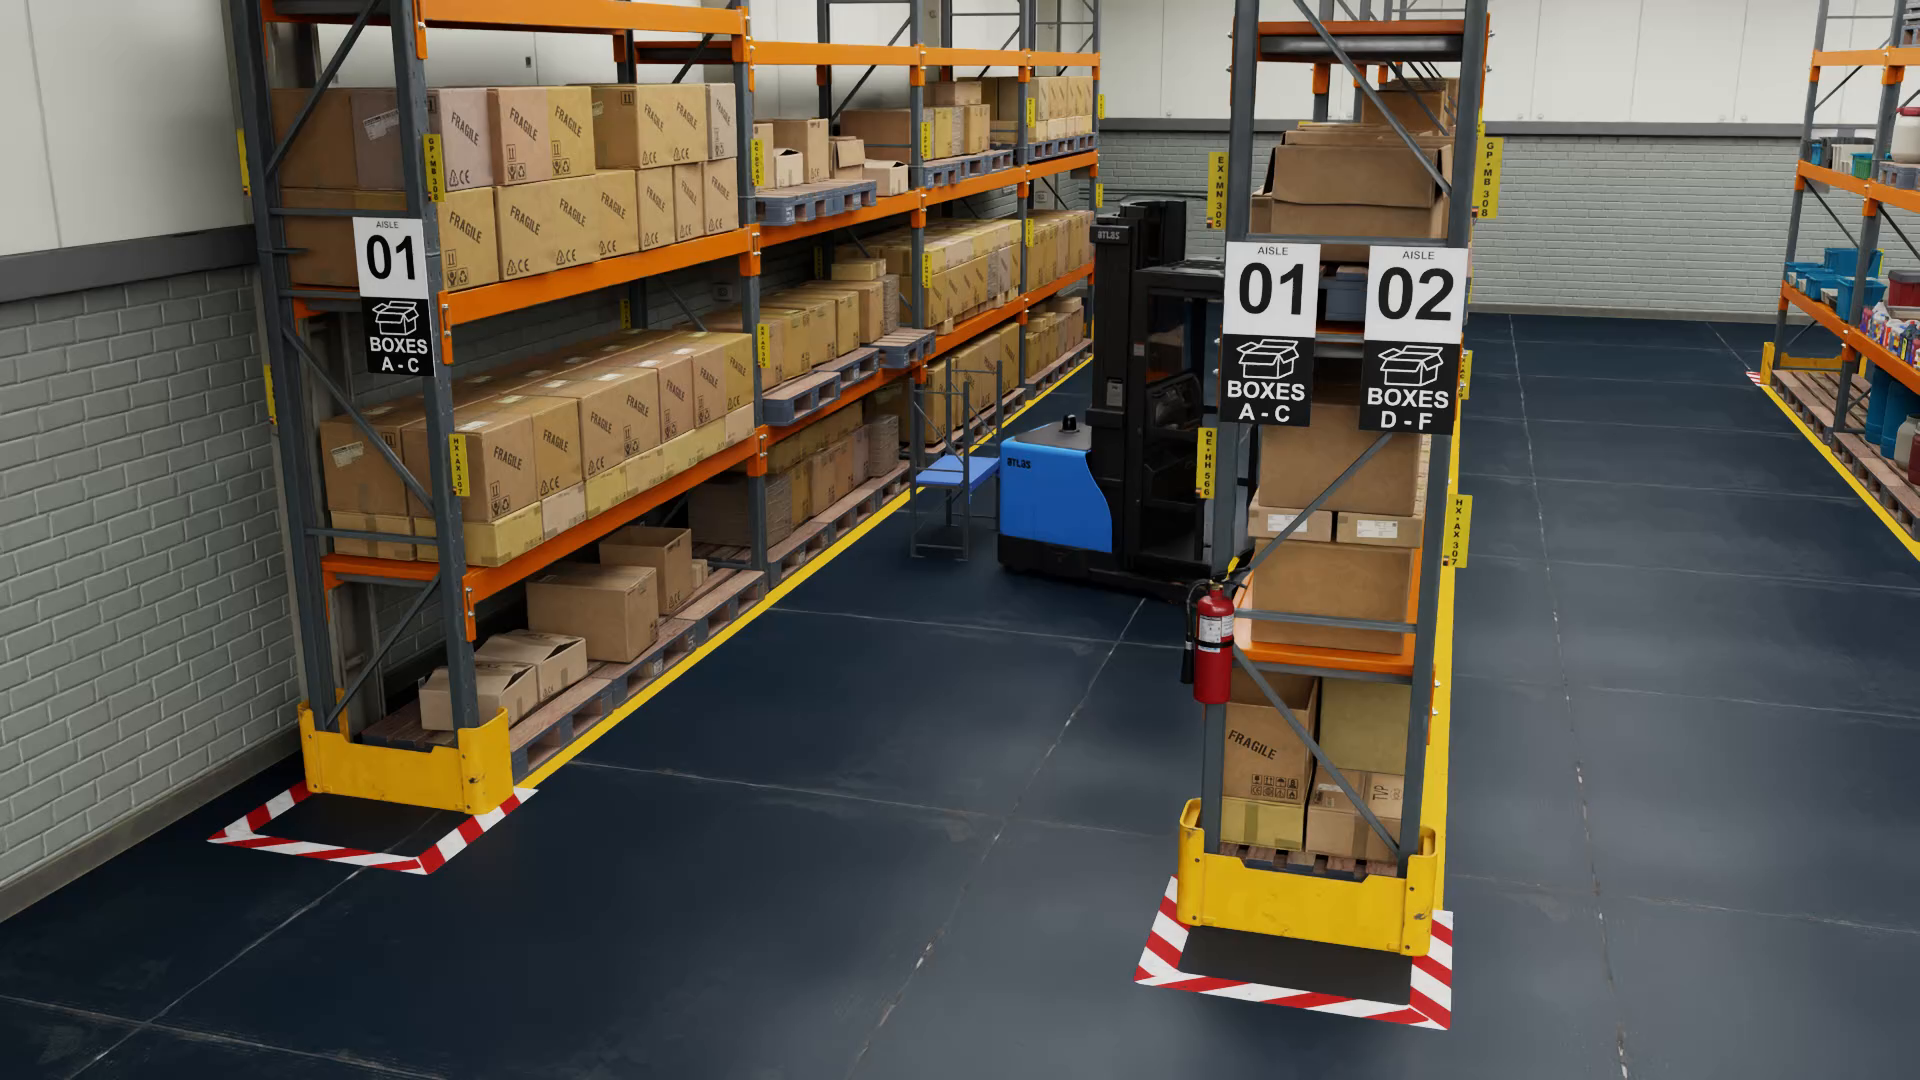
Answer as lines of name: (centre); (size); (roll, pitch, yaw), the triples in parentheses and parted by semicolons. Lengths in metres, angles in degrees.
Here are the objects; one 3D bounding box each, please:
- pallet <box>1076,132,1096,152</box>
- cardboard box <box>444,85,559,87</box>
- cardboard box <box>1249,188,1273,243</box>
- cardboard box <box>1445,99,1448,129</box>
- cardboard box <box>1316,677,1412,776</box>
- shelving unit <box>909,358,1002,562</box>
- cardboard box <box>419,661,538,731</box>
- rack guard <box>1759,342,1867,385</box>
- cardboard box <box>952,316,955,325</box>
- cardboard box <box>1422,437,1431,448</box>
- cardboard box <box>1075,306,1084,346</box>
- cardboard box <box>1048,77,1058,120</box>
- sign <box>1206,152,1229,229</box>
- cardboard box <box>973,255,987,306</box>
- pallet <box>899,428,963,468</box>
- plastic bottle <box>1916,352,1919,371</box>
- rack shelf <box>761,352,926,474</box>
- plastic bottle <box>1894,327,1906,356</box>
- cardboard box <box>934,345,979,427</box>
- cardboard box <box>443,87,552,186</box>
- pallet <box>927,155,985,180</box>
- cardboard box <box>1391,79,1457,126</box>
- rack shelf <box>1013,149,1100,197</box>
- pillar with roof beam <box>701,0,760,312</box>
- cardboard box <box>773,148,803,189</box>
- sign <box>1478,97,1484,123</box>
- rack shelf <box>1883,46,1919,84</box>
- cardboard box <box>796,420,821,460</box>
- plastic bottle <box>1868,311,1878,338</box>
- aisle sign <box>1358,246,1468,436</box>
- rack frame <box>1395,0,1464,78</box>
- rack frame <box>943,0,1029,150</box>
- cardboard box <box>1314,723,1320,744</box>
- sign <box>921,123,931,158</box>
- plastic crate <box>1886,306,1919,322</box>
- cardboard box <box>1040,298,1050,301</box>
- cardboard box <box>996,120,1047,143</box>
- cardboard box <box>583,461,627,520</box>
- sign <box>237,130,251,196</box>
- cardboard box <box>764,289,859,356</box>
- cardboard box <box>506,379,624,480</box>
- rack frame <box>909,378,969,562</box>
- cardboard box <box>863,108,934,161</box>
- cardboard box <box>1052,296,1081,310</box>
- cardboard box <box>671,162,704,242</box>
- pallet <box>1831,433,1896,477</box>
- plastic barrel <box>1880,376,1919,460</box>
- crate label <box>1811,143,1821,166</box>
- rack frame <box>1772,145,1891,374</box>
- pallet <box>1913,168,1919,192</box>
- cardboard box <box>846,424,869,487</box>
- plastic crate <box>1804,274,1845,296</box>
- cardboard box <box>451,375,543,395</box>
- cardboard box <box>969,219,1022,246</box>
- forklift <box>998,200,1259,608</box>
pallet: (1.231, -5.404, 22.549); (1.003, 0.211, 1.213); (5, 16, 16)
cardboard box: (-2.788, -2.529, 10.199); (0.500, 0.500, 0.500); (5, 16, 16)
cardboard box: (1.709, -1.591, 8.194); (0.500, 0.250, 0.500); (5, 16, 16)
cardboard box: (4.663, -4.207, 17.032); (0.600, 0.600, 0.600); (4, 16, 15)
cardboard box: (2.141, 0.877, 8.636); (0.500, 0.500, 0.500); (5, 16, 16)
shelving unit: (-0.024, -0.699, 14.046); (0.538, 1.500, 1.048); (5, 16, 16)
cardboard box: (-2.833, 0.896, 9.796); (0.500, 0.311, 0.500); (3, 16, 10)
rack guard: (10.924, -2.235, 21.292); (1.175, 0.500, 0.348); (5, 16, 16)
cardboard box: (-0.271, -2.334, 17.486); (0.380, 0.149, 0.250); (5, 17, 17)
cardboard box: (2.390, -0.477, 9.143); (0.380, 0.149, 0.250); (5, 17, 16)
cardboard box: (1.328, -3.007, 23.245); (0.700, 0.500, 0.500); (5, 16, 16)
cardboard box: (0.906, -5.433, 20.439); (0.500, 0.500, 0.500); (4, 16, 15)
sign: (1.119, -1.506, 7.167); (0.100, 0.325, 0.005); (5, 16, 16)
cardboard box: (-0.018, -2.816, 17.996); (0.500, 0.500, 0.500); (5, 17, 17)
pallet: (-0.546, -0.964, 17.342); (1.003, 0.211, 1.213); (5, 16, 16)
plastic bottle: (8.644, -1.622, 14.916); (0.097, 0.201, 0.097); (0, 16, 0)
rack shelf: (-1.411, -1.236, 14.508); (1.077, 0.370, 4.000); (5, 16, 16)
plastic bottle: (8.880, -1.873, 15.673); (0.097, 0.271, 0.097); (0, 16, 0)
cardboard box: (-0.252, -1.684, 17.939); (0.750, 0.750, 0.750); (5, 16, 16)
cardboard box: (-2.582, -2.203, 9.051); (0.500, 0.500, 0.500); (4, 16, 15)
pallet: (-0.395, -3.923, 17.512); (1.003, 0.211, 1.213); (5, 17, 18)
cardboard box: (5.147, -4.871, 18.493); (0.700, 0.500, 0.500); (5, 16, 16)
rack shelf: (0.863, -4.772, 21.478); (1.077, 0.370, 4.000); (5, 16, 16)
pillar with roof beam: (2.087, -4.385, 13.297); (9.100, 9.000, 0.400); (5, 16, 16)
cardboard box: (-1.572, -2.959, 13.161); (0.500, 0.311, 0.500); (5, 17, 18)
sign: (5.578, -4.608, 17.911); (0.100, 0.325, 0.005); (5, 16, 16)
rack shelf: (9.225, -4.208, 14.725); (1.077, 0.370, 4.000); (5, 16, 16)
cardboard box: (-1.520, -0.874, 14.315); (0.500, 0.250, 0.500); (4, 16, 14)
plastic bottle: (9.199, -2.167, 16.707); (0.097, 0.271, 0.097); (0, 16, 0)
aisle sign: (1.910, -0.839, 7.026); (0.394, 0.787, 0.004); (5, 16, 16)
rack frame: (6.182, -6.701, 21.464); (1.000, 3.000, 0.127); (5, 16, 16)
rack frame: (0.295, -6.038, 19.126); (1.000, 3.000, 0.127); (5, 16, 16)
cardboard box: (1.775, 1.066, 9.344); (0.500, 0.250, 0.500); (5, 16, 16)
sign: (-0.323, -3.754, 15.625); (0.100, 0.325, 0.005); (5, 16, 16)
plastic crate: (10.062, -2.396, 17.654); (0.396, 0.136, 0.243); (5, 16, 16)
cardboard box: (1.029, -3.235, 22.859); (0.380, 0.149, 0.250); (5, 16, 16)
cardboard box: (0.744, -4.933, 20.050); (0.500, 0.250, 0.500); (5, 16, 16)
cardboard box: (-2.388, -0.323, 10.208); (0.500, 0.250, 0.500); (4, 16, 15)
sign: (-3.642, -1.930, 8.516); (0.100, 0.325, 0.005); (5, 16, 16)
cardboard box: (-1.299, -1.914, 14.589); (0.700, 0.500, 0.500); (5, 16, 16)
cardboard box: (-2.389, -0.675, 10.077); (0.500, 0.500, 0.500); (4, 16, 14)
rack frame: (-0.169, -0.566, 13.577); (0.500, 1.500, 0.032); (5, 16, 16)
cardboard box: (-0.659, -4.082, 16.738); (0.700, 0.500, 0.500); (4, 16, 13)
cardboard box: (1.466, -3.271, 22.988); (0.380, 0.149, 0.250); (4, 16, 15)
cardboard box: (-2.041, -2.277, 11.143); (0.500, 0.500, 0.500); (3, 16, 11)
pallet: (9.534, -0.843, 16.916); (1.003, 0.211, 1.213); (5, 16, 16)
plastic barrel: (9.421, -1.250, 16.314); (0.600, 0.901, 0.708); (5, 16, 16)
crate label: (10.358, -4.585, 19.774); (0.408, 0.251, 0.502); (5, 16, 16)
rack frame: (10.930, -3.430, 20.925); (1.000, 3.000, 0.127); (5, 16, 16)
pallet: (9.345, -3.226, 15.055); (1.003, 0.211, 1.213); (5, 16, 16)
cardboard box: (-1.255, -0.796, 15.414); (0.700, 0.500, 0.500); (5, 16, 16)
plastic crate: (10.170, -2.995, 19.588); (0.416, 0.233, 0.300); (5, 16, 16)
cardboard box: (-2.890, -0.717, 10.224); (0.500, 0.500, 0.500); (4, 16, 14)
cardboard box: (0.407, -3.571, 19.284); (0.500, 0.250, 0.500); (5, 17, 17)
forklift: (1.825, -1.063, 12.706); (3.031, 2.935, 1.130); (10, 19, 31)
